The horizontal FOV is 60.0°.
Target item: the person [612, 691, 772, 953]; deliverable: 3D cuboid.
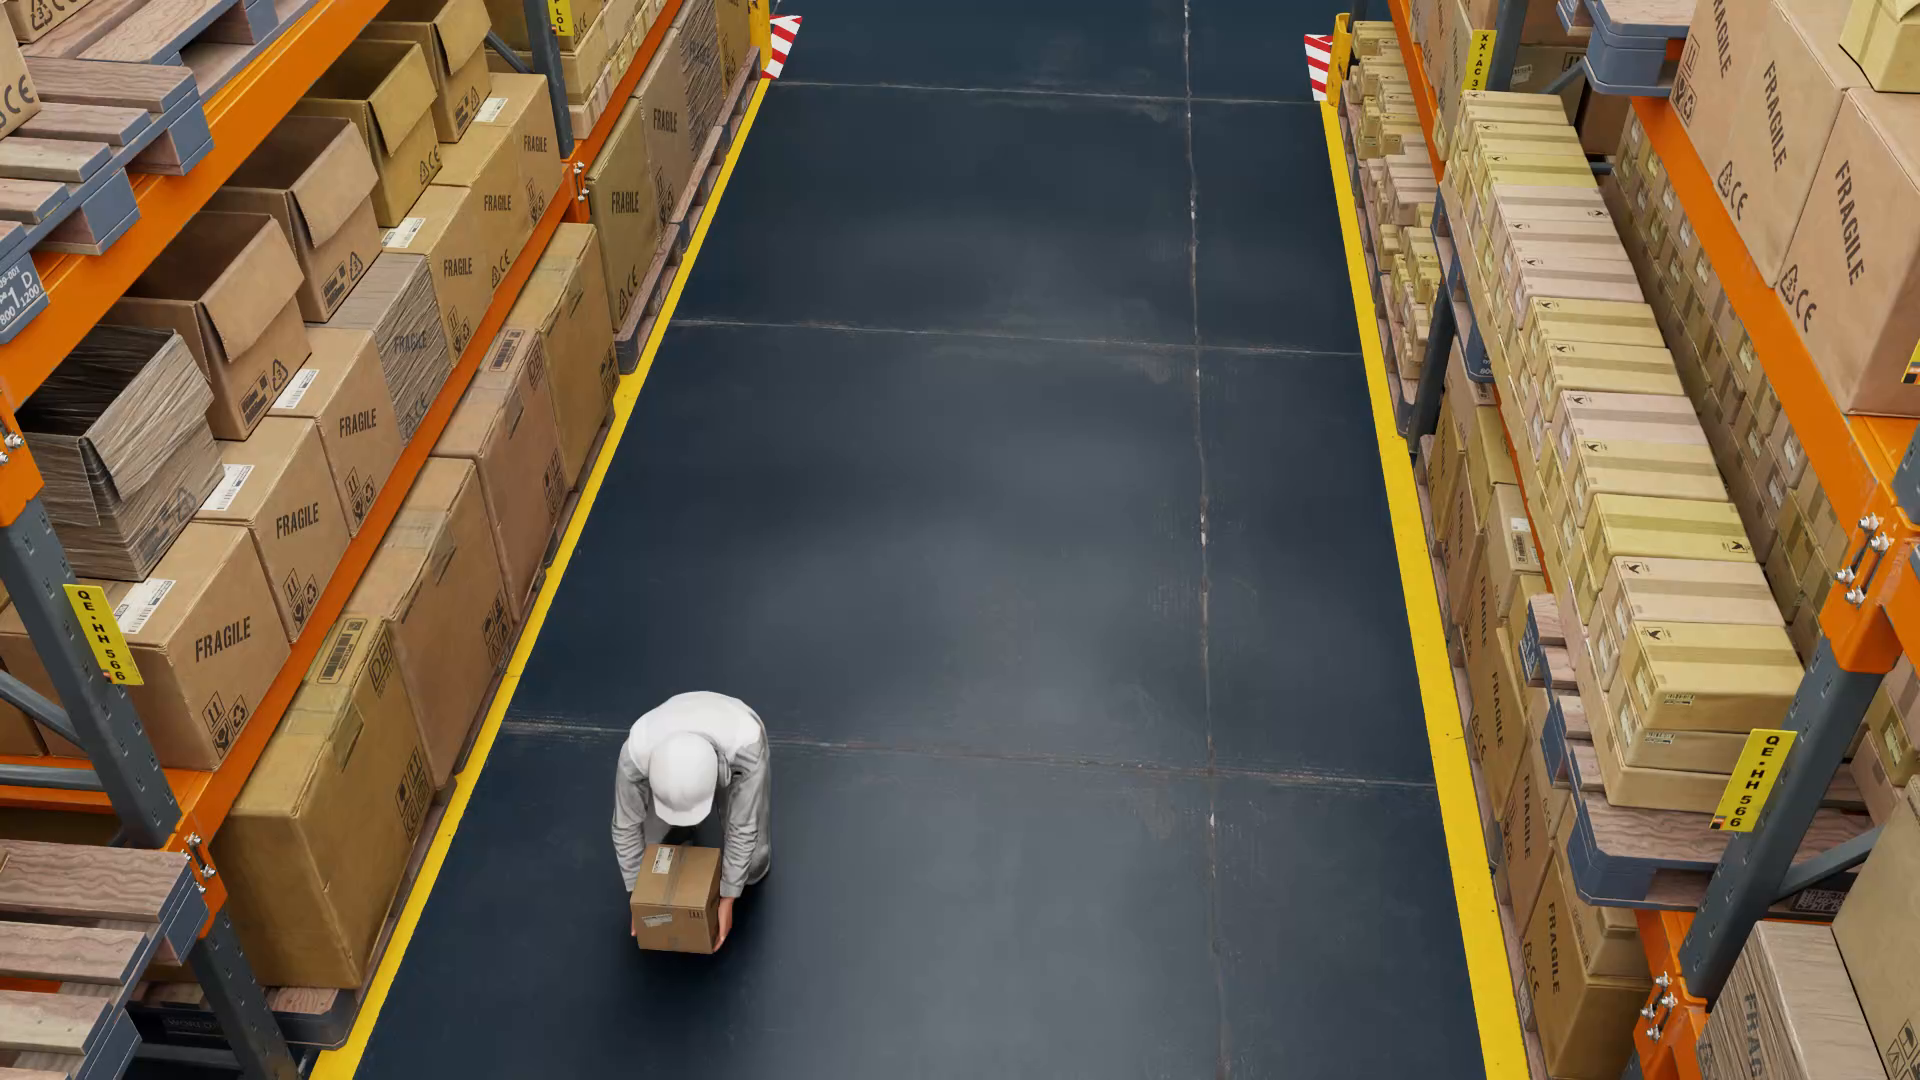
[{"bbox_3d":[-0.906,0.857,5.712,0.529,1.011,0.849,3,40,4],"label":"person"}]
